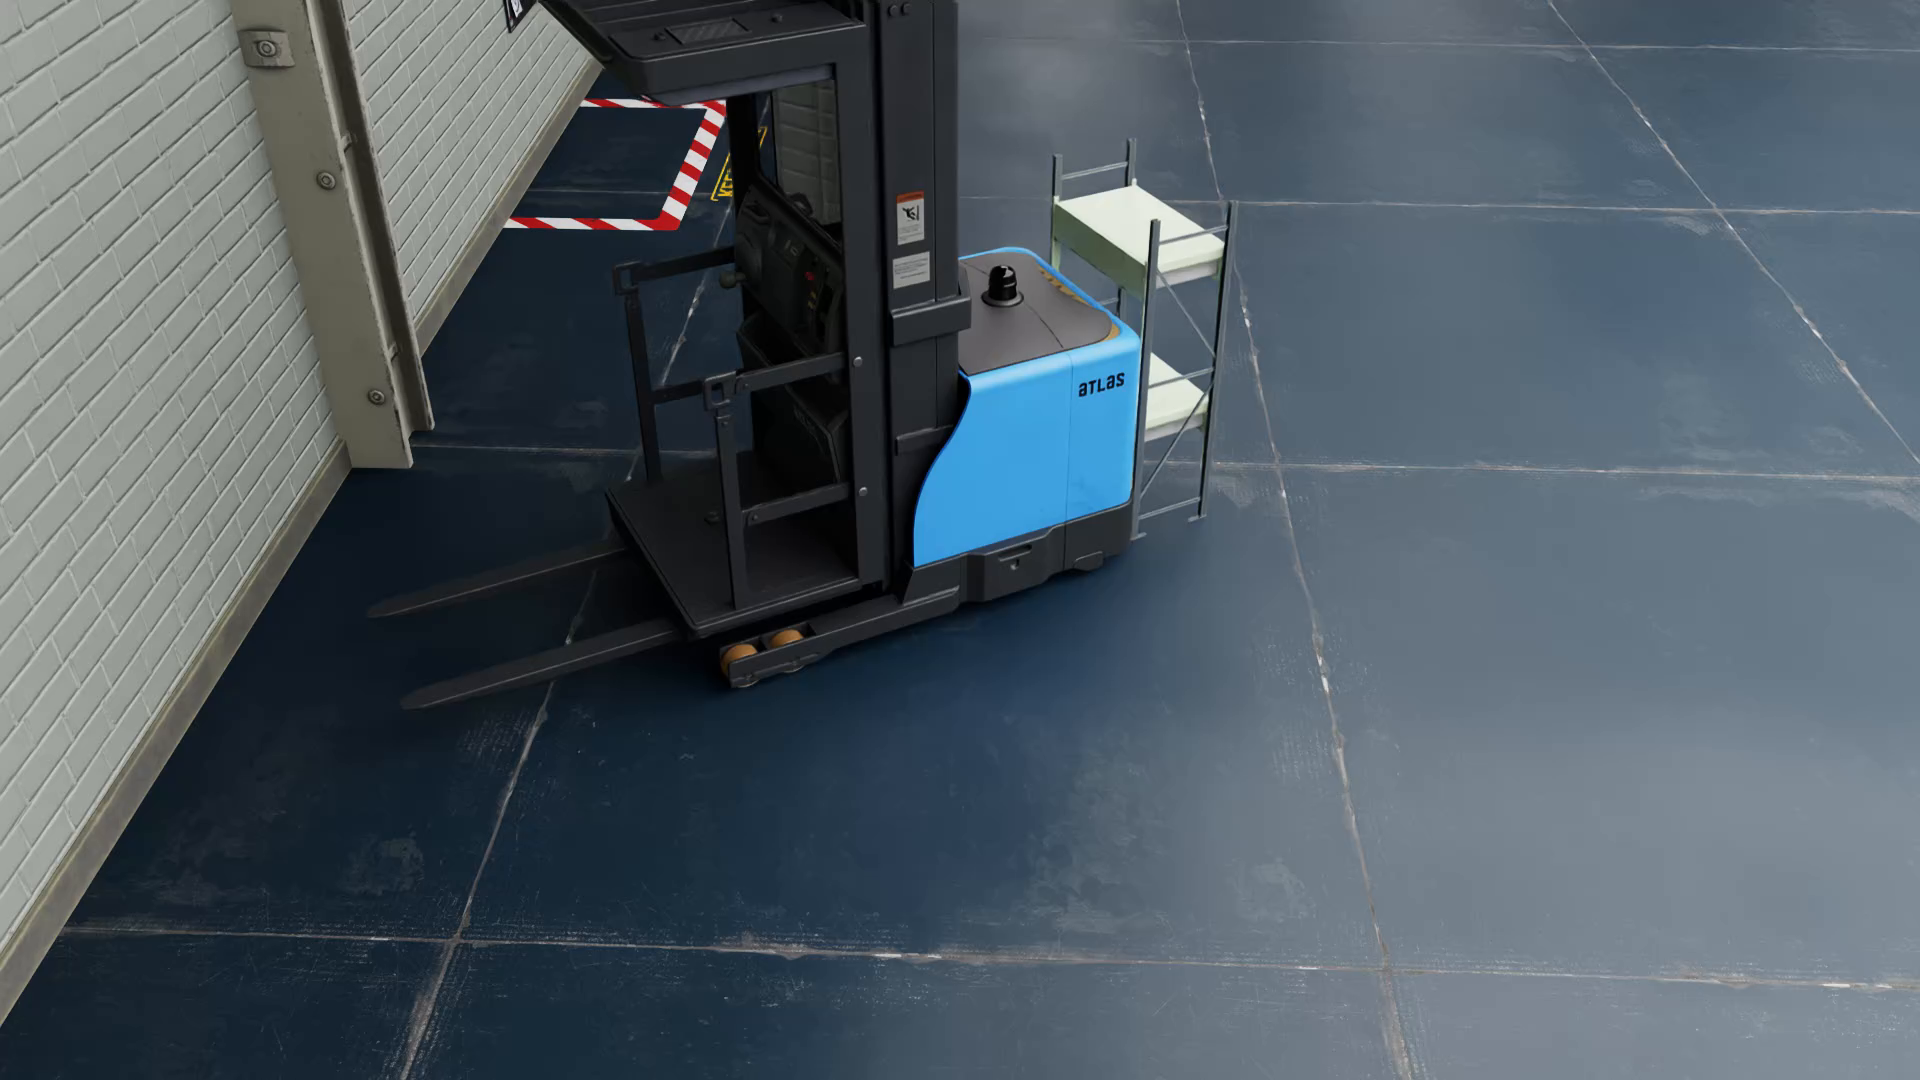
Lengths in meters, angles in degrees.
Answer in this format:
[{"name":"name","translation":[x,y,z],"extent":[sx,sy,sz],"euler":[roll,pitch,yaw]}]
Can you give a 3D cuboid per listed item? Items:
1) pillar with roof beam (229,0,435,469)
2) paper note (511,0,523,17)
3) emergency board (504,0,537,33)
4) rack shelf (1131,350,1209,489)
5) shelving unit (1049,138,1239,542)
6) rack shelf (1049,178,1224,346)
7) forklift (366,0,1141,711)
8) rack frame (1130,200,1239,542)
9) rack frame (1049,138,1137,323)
[{"name":"pillar with roof beam","translation":[1.601,-4.032,5.161],"extent":[9.100,9.000,0.400],"euler":[1,35,2]},{"name":"paper note","translation":[-2.673,-3.245,10.024],"extent":[0.016,0.148,0.142],"euler":[1,35,2]},{"name":"emergency board","translation":[-2.616,-3.700,9.907],"extent":[0.157,1.169,0.626],"euler":[1,35,2]},{"name":"rack shelf","translation":[0.741,-0.586,7.346],"extent":[0.431,0.370,0.720],"euler":[-17,39,-23]},{"name":"shelving unit","translation":[0.741,-0.852,7.158],"extent":[0.431,1.500,0.755],"euler":[-17,39,-23]},{"name":"rack shelf","translation":[0.741,-1.172,6.934],"extent":[0.431,0.370,0.720],"euler":[-17,39,-23]},{"name":"forklift","translation":[-0.819,-0.976,6.090],"extent":[3.031,2.935,1.130],"euler":[-17,38,-22]},{"name":"rack frame","translation":[0.913,-0.667,6.894],"extent":[0.400,1.500,0.023],"euler":[-17,39,-23]},{"name":"rack frame","translation":[0.569,-1.038,7.423],"extent":[0.400,1.500,0.023],"euler":[-17,39,-23]}]
